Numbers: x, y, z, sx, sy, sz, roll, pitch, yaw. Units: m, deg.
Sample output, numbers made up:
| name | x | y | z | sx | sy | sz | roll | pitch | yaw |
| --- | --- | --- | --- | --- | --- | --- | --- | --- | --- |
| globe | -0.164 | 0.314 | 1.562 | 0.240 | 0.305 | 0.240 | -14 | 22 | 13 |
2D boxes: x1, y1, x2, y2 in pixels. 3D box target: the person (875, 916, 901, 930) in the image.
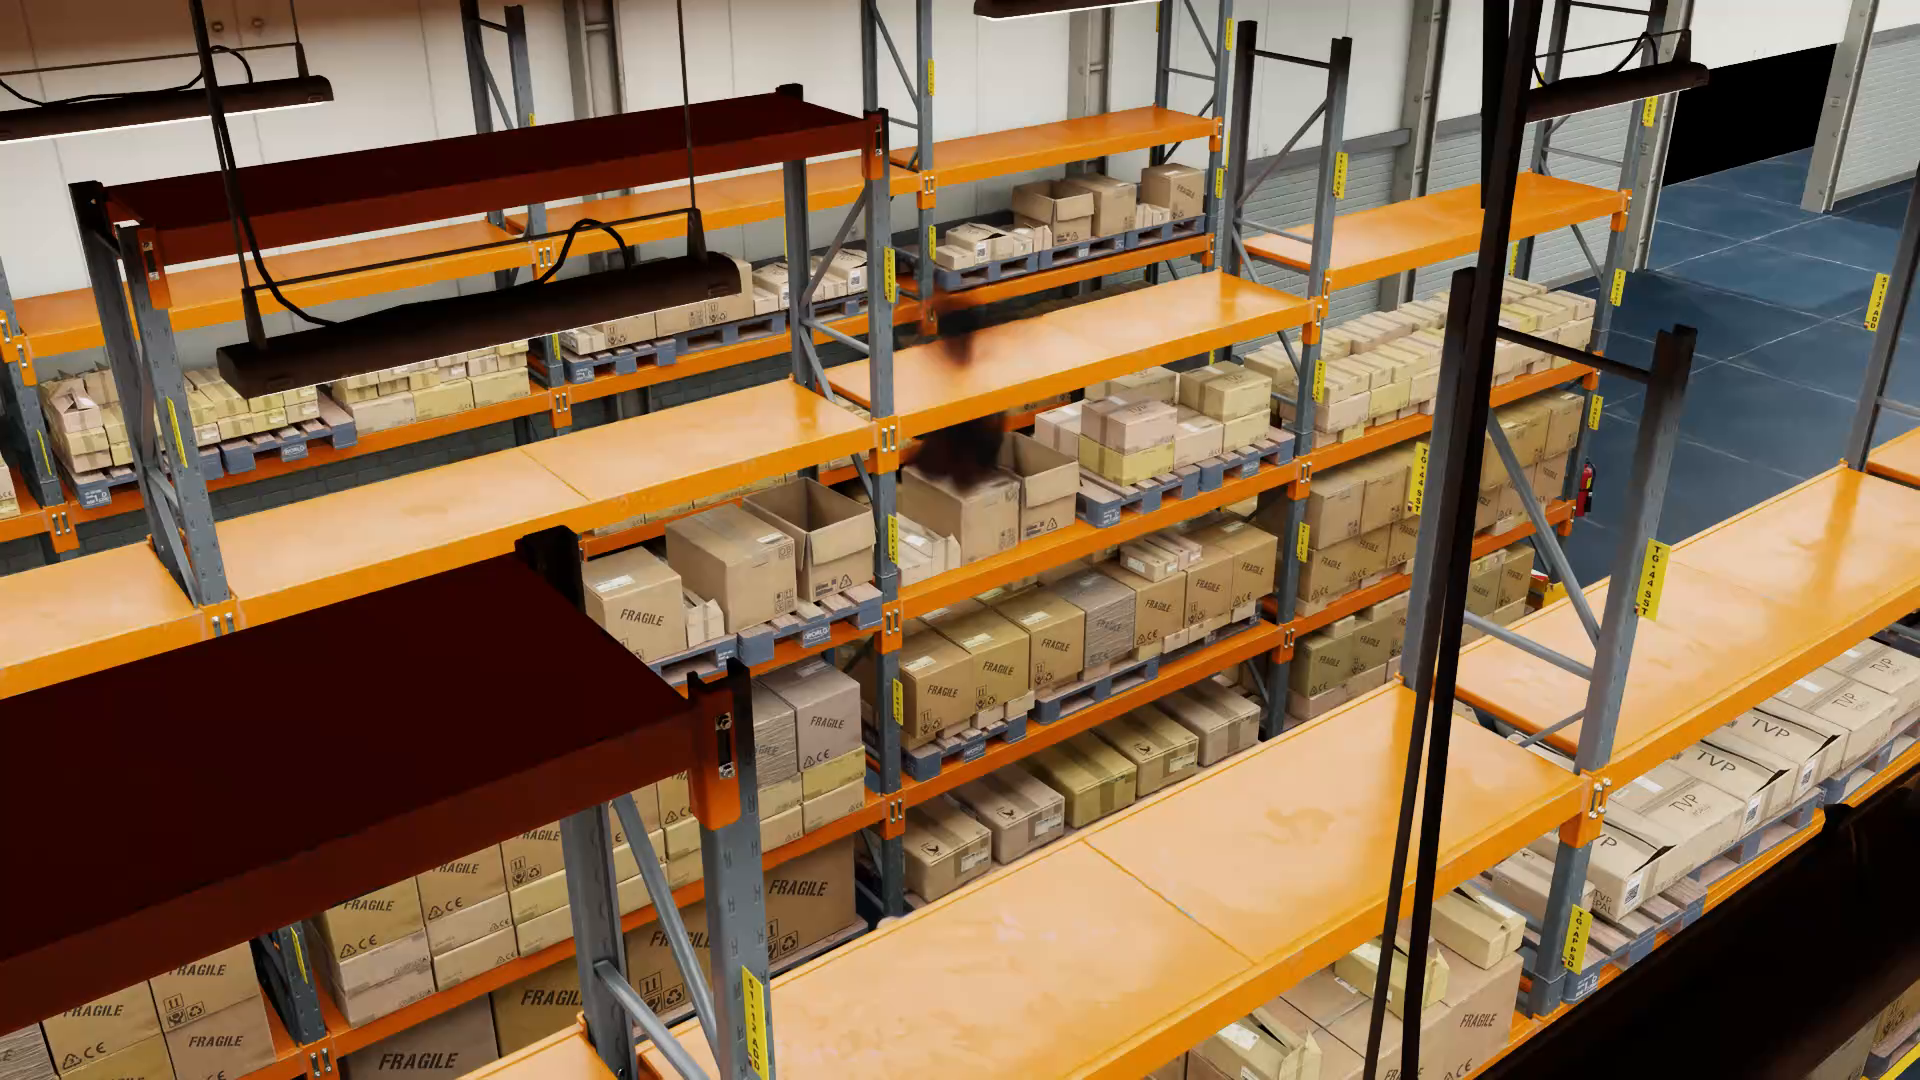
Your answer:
| name | x | y | z | sx | sy | sz | roll | pitch | yaw |
| --- | --- | --- | --- | --- | --- | --- | --- | --- | --- |
| person | -0.087 | 2.875 | 10.418 | 1.033 | 1.597 | 0.712 | -17 | 31 | -30 |
